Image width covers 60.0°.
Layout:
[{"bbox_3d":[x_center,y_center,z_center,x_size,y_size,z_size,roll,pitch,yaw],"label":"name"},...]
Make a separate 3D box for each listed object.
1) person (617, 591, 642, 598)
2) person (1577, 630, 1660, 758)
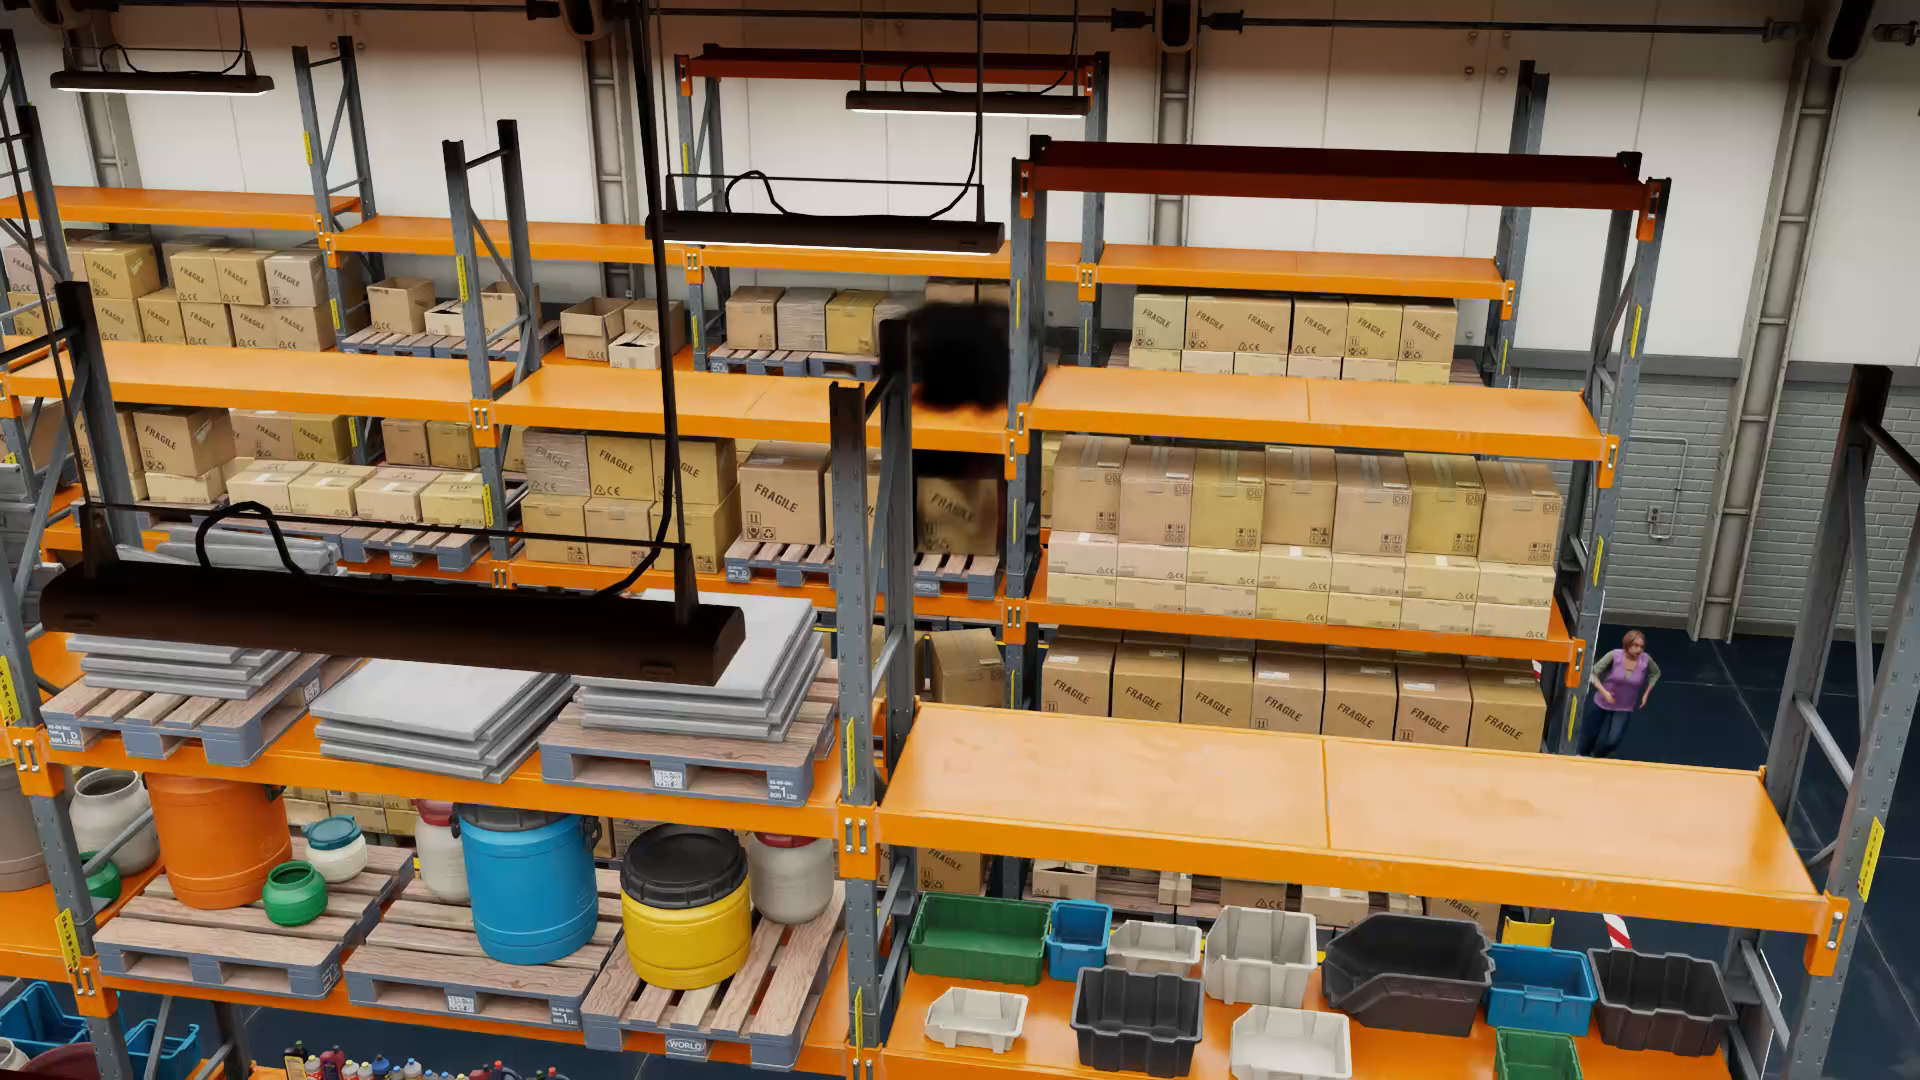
[{"bbox_3d":[-3.293,0.706,16.720,0.791,1.632,0.587,-15,27,-32],"label":"person"},{"bbox_3d":[5.889,1.480,14.881,0.613,1.527,0.632,8,24,19],"label":"person"}]
